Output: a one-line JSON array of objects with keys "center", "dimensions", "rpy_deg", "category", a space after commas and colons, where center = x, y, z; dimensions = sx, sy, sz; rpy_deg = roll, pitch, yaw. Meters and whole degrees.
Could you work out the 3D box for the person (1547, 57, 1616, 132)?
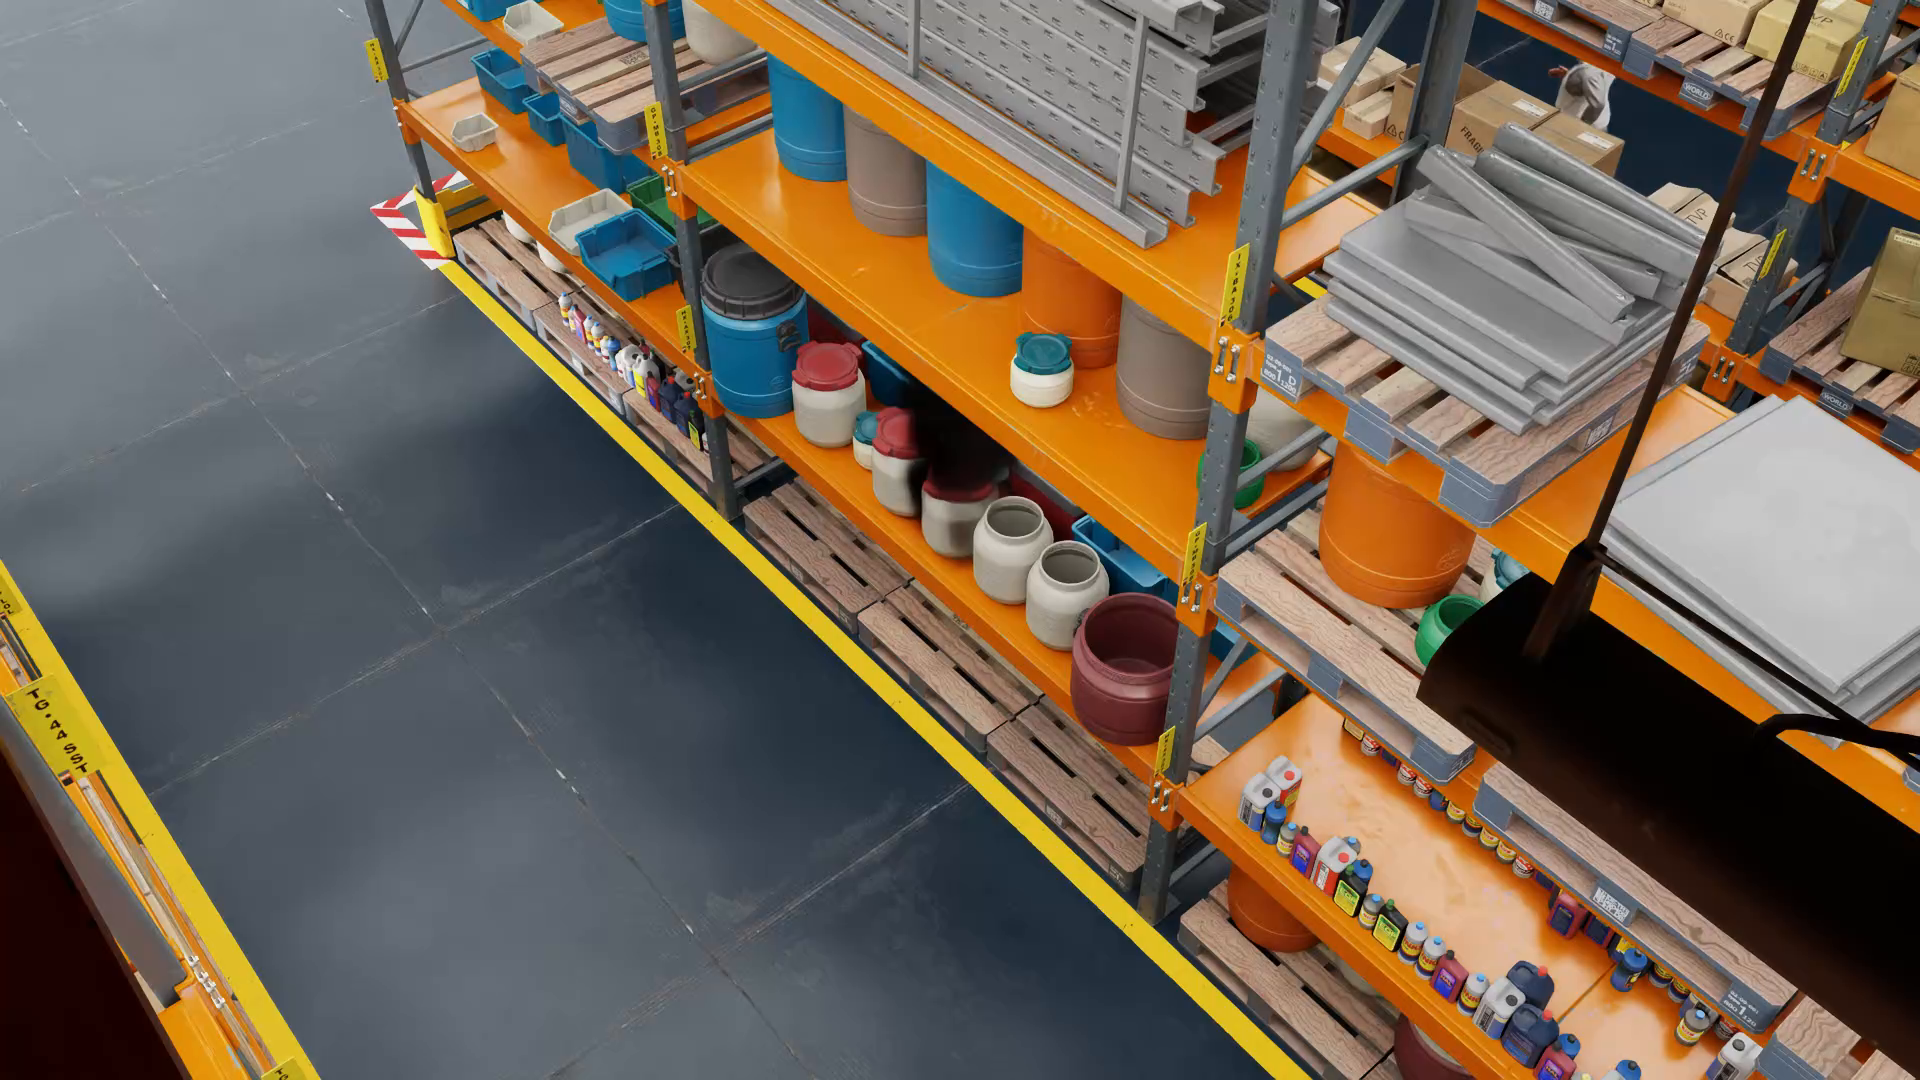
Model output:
[{"center": [4.767, -3.146, 12.737], "dimensions": [0.610, 1.805, 0.889], "rpy_deg": [-30, 54, -26], "category": "person"}]
